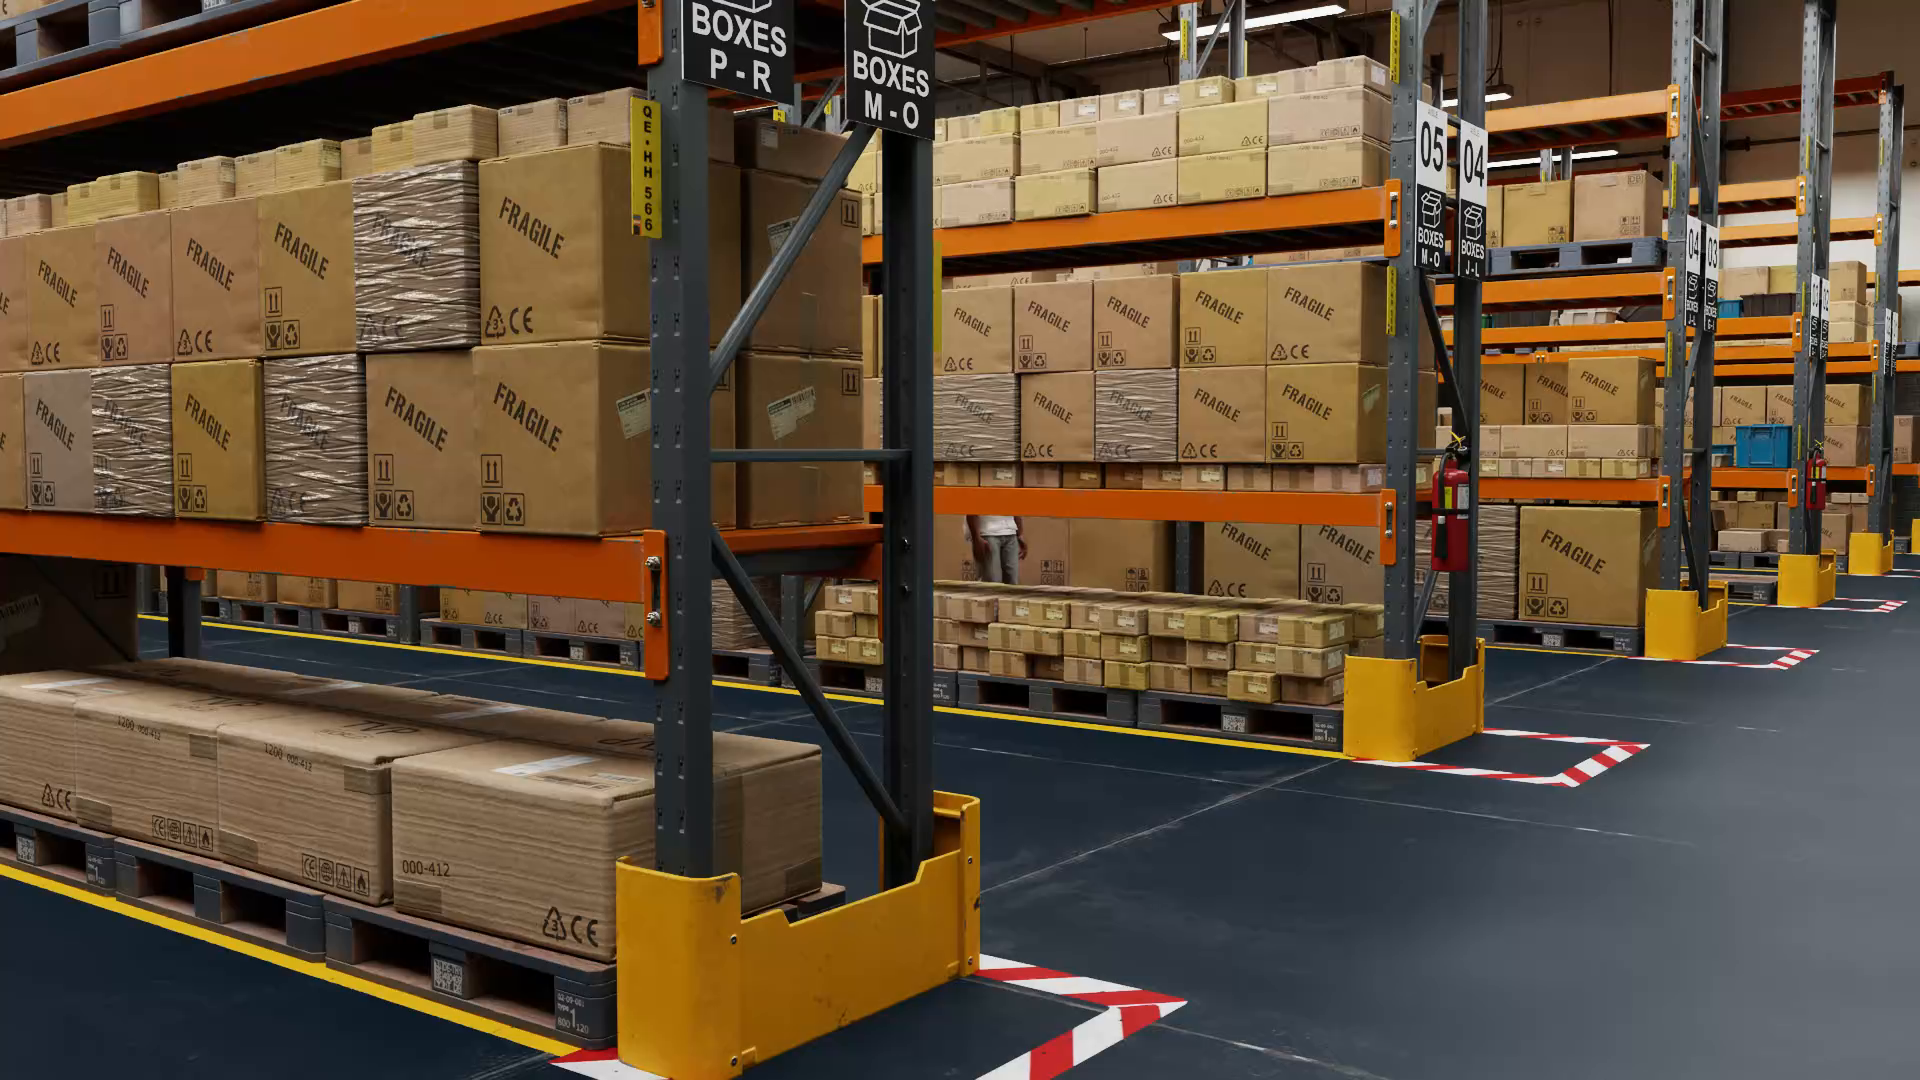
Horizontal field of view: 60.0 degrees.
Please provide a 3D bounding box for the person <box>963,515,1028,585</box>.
[{"bbox_3d":[0.272,-0.016,12.031,0.456,1.761,0.627,2,4,36],"label":"person"}]
